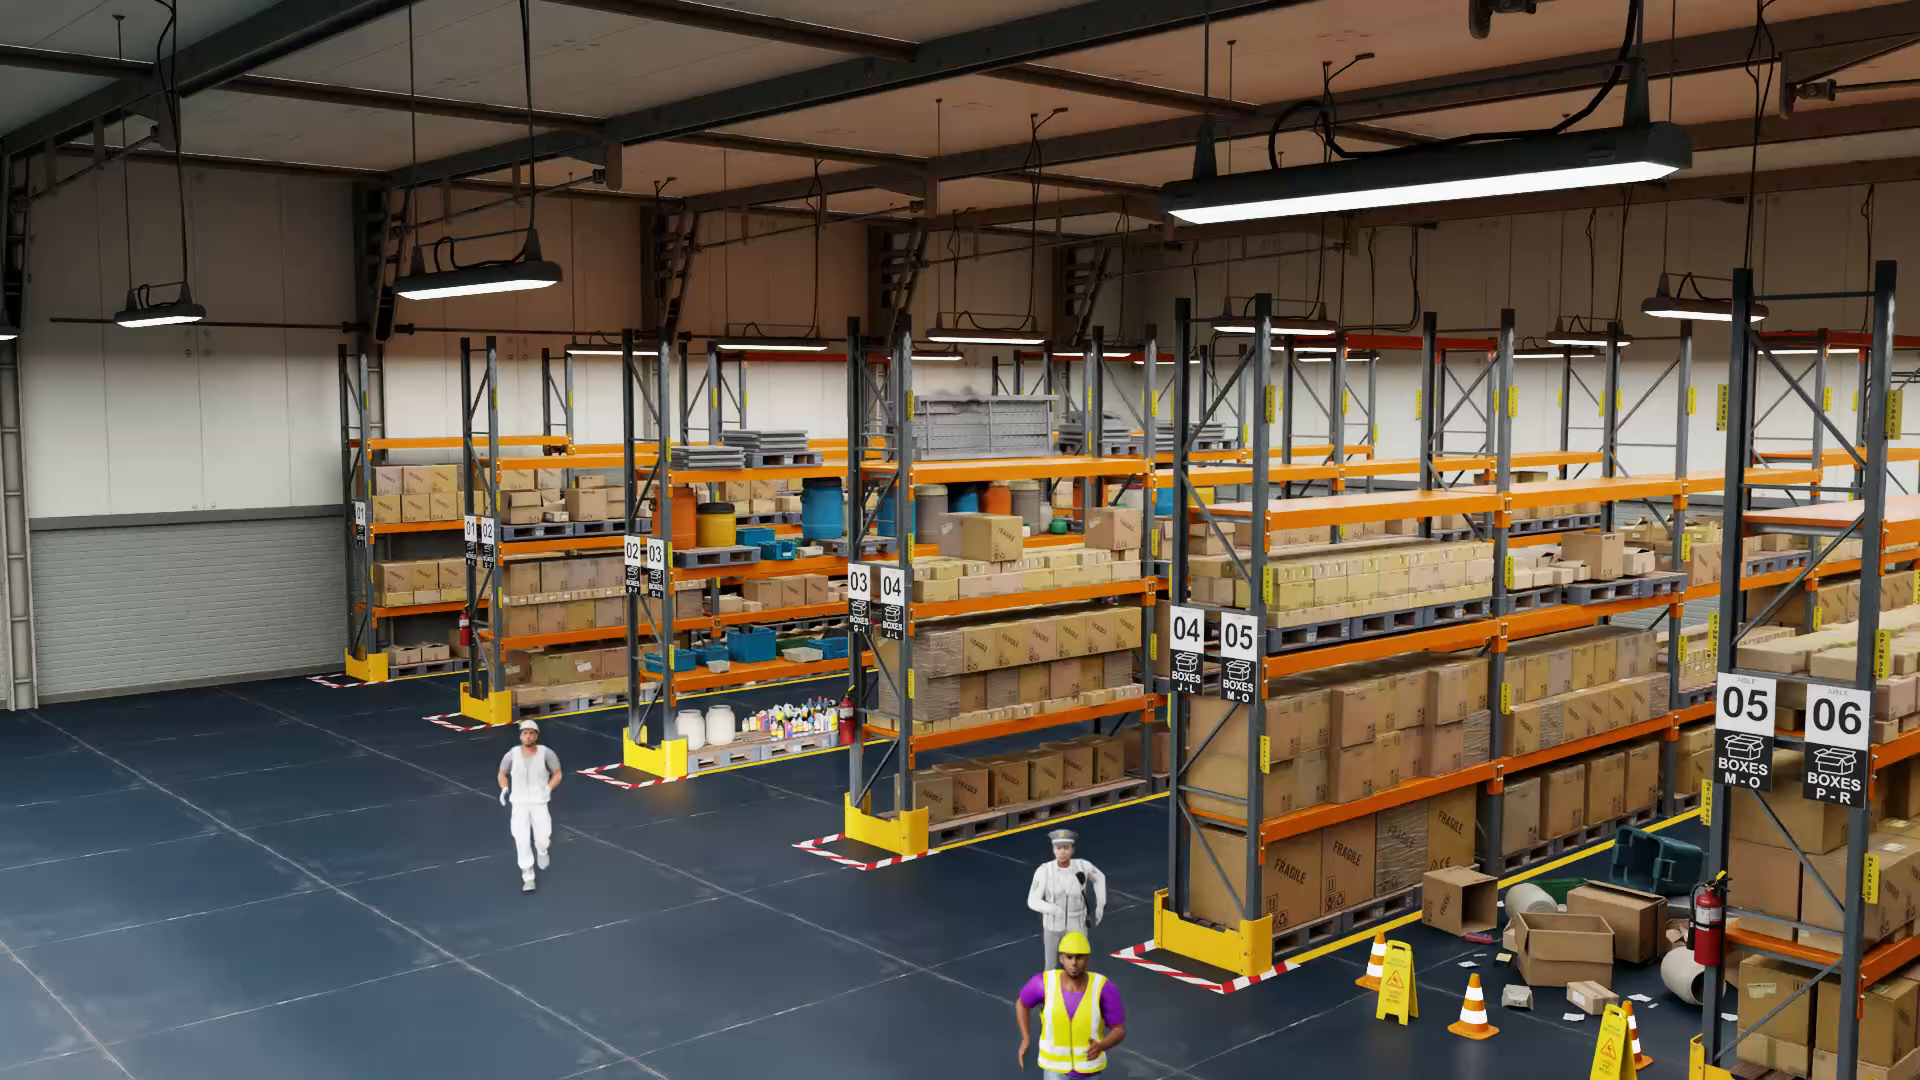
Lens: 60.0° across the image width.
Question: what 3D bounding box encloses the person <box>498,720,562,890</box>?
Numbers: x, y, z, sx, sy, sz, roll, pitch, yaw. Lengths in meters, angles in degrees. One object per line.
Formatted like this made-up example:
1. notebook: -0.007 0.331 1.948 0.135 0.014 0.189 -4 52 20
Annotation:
1. person: -4.499 2.742 17.377 0.650 1.742 0.708 -1 5 -9

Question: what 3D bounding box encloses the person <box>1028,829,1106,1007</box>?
1. person: 0.856 3.133 13.325 0.624 1.739 0.875 0 5 3

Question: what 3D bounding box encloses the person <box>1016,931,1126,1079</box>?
1. person: 0.704 3.346 10.510 0.685 1.740 0.665 0 5 0
